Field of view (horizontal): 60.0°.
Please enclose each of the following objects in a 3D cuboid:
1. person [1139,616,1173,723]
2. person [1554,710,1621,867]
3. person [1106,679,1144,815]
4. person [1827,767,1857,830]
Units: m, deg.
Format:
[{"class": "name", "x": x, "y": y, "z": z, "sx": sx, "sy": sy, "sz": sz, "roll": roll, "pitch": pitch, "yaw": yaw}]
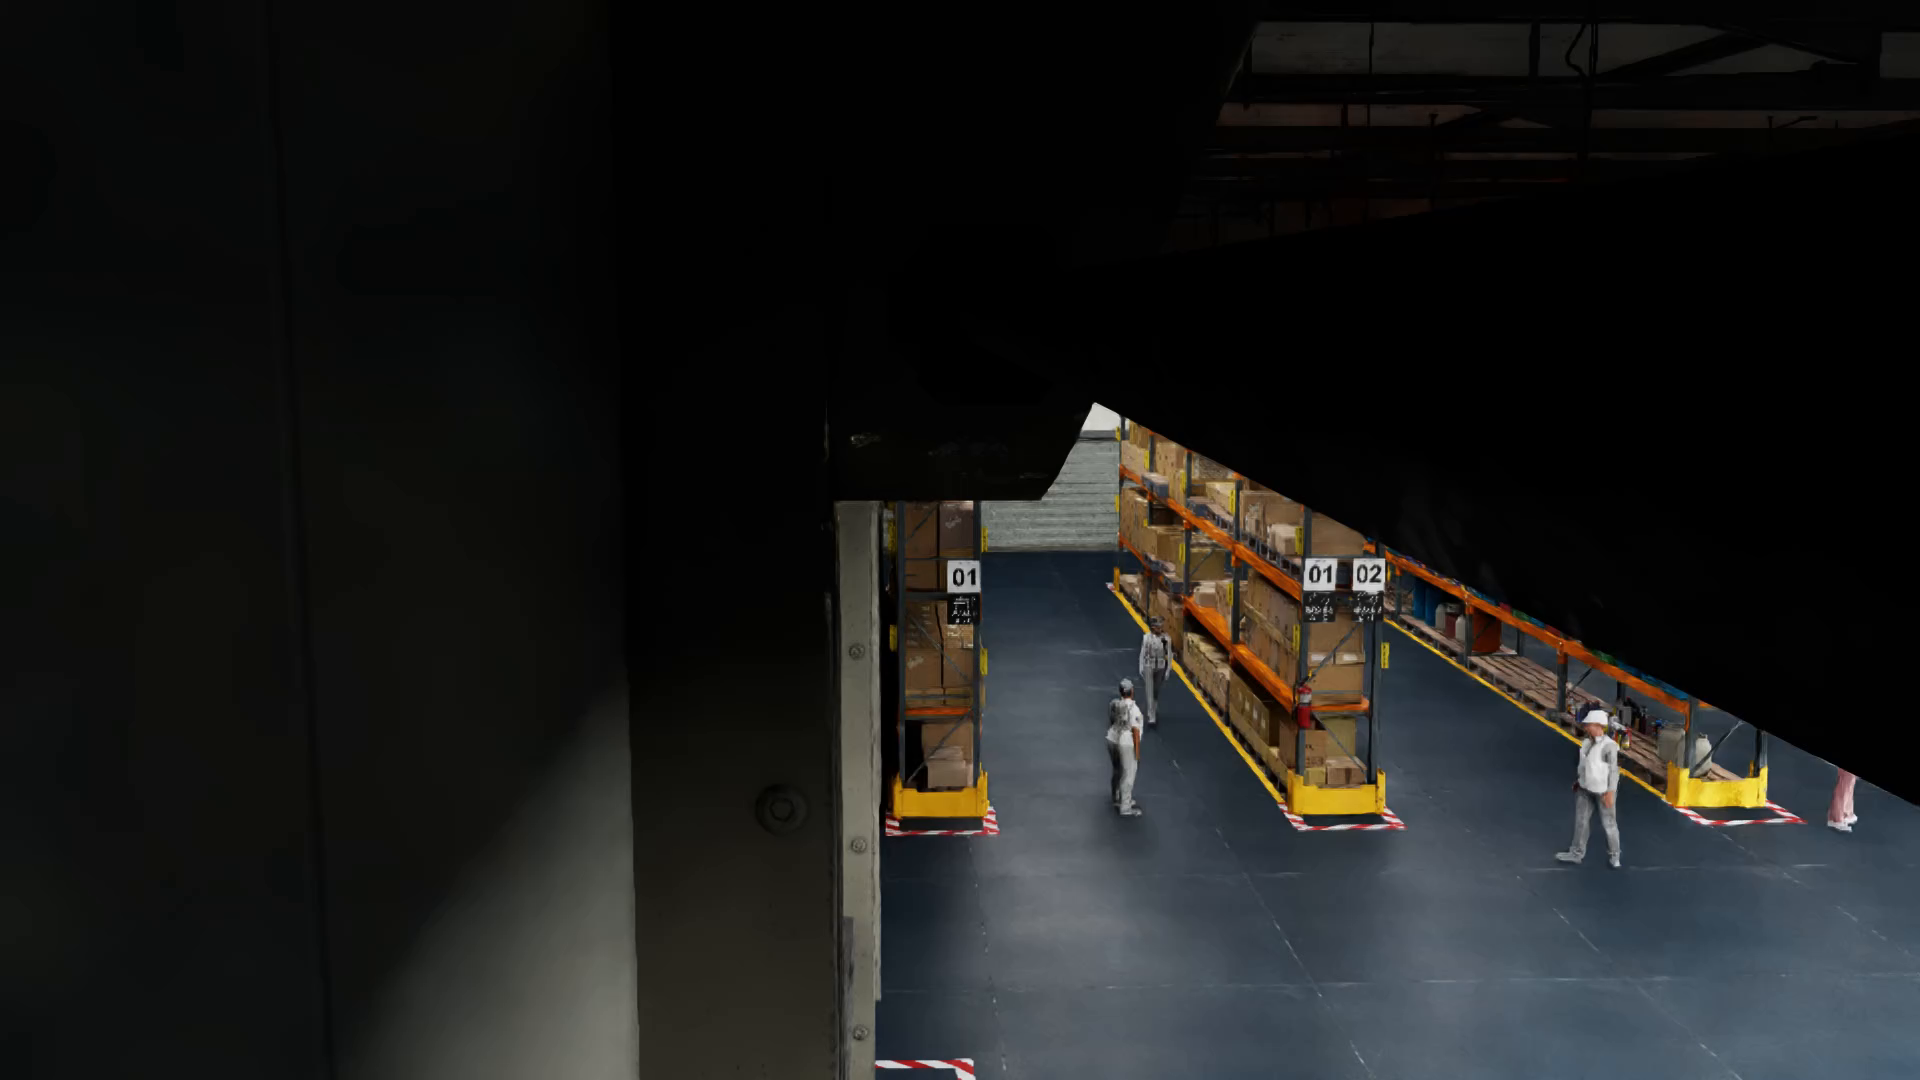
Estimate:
[{"class": "person", "x": 2.980, "y": 1.915, "z": 25.166, "sx": 0.488, "sy": 1.590, "sz": 1.079, "roll": -1, "pitch": 8, "yaw": -5}, {"class": "person", "x": 7.127, "y": 2.780, "z": 18.715, "sx": 0.624, "sy": 1.774, "sz": 0.644, "roll": -3, "pitch": 9, "yaw": -23}, {"class": "person", "x": 2.067, "y": 2.544, "z": 20.629, "sx": 0.450, "sy": 1.668, "sz": 0.530, "roll": -5, "pitch": 10, "yaw": -31}, {"class": "person", "x": 10.712, "y": 2.634, "z": 20.027, "sx": 0.450, "sy": 1.672, "sz": 0.605, "roll": 1, "pitch": 8, "yaw": 10}]
